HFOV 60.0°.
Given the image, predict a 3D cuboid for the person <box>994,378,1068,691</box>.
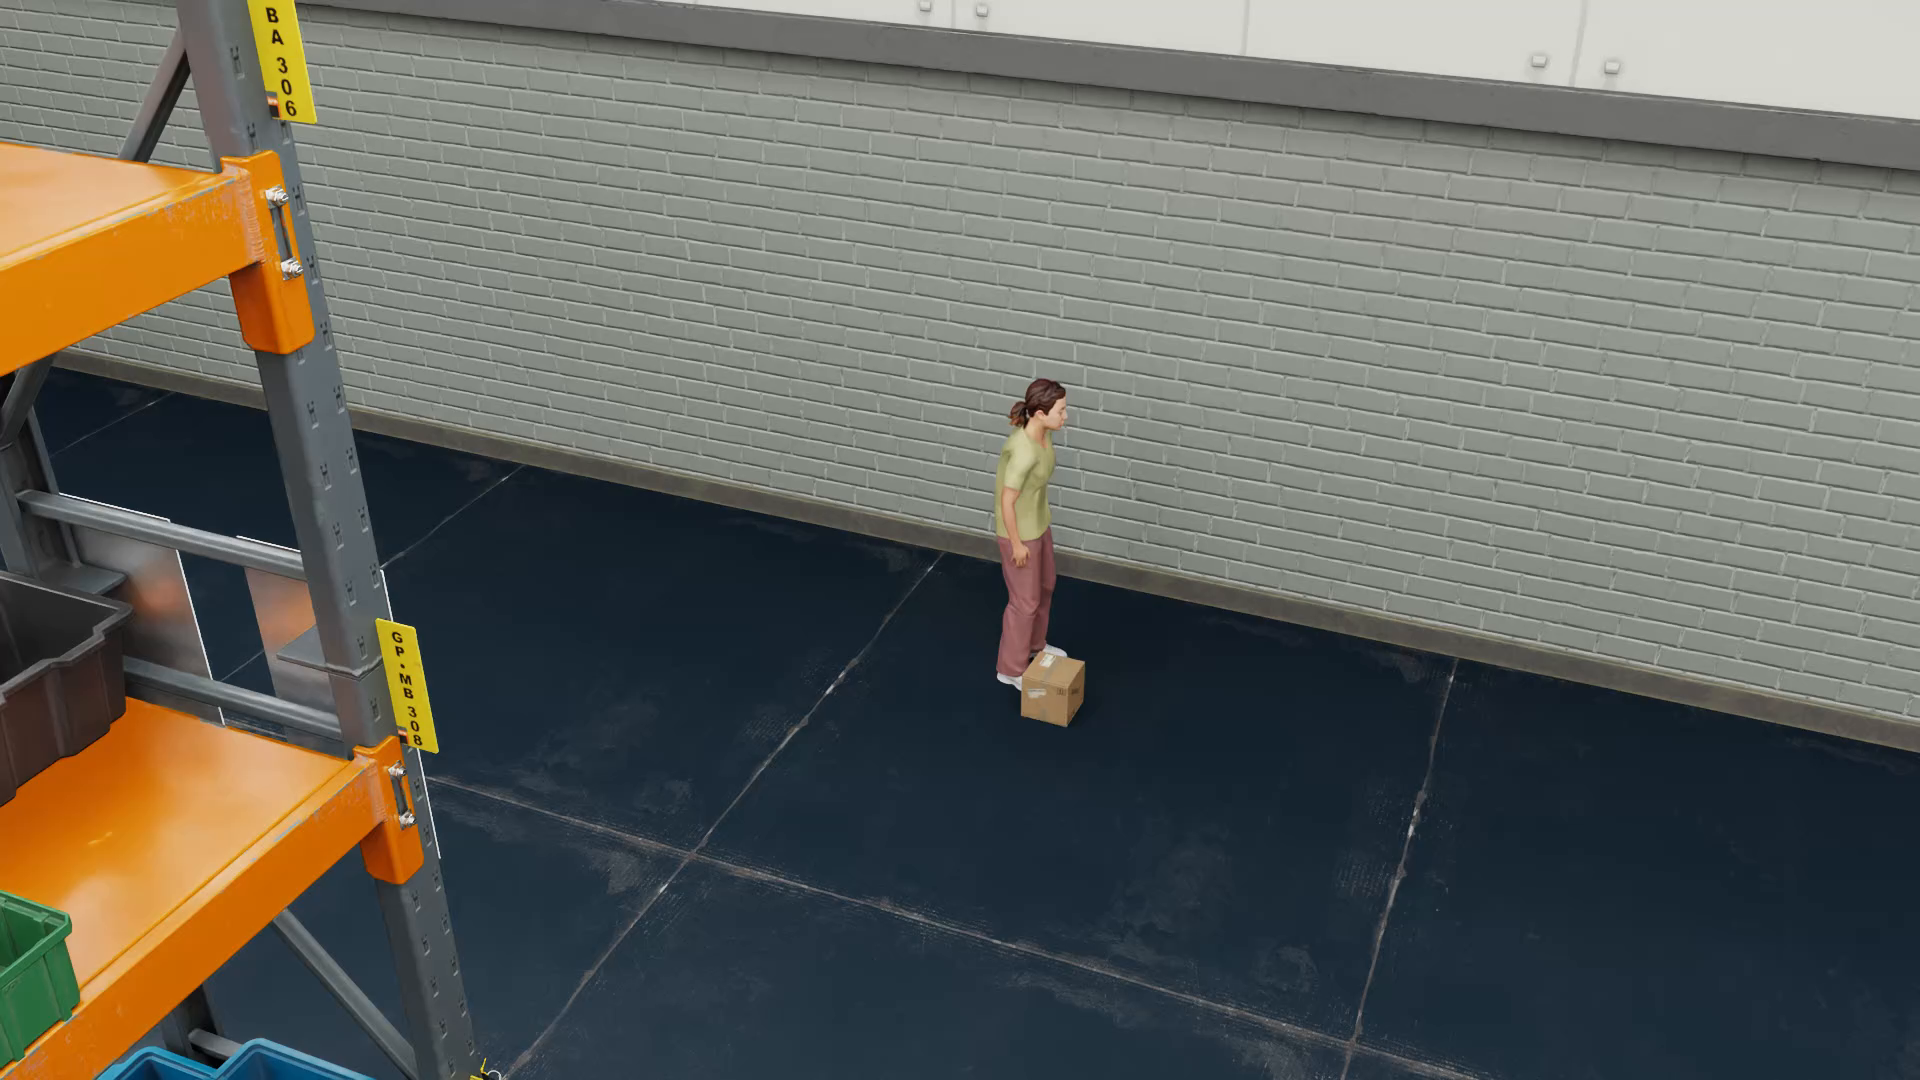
[{"bbox_3d":[0.362,-0.045,8.474,0.363,1.671,0.511,10,31,16],"label":"person"}]
